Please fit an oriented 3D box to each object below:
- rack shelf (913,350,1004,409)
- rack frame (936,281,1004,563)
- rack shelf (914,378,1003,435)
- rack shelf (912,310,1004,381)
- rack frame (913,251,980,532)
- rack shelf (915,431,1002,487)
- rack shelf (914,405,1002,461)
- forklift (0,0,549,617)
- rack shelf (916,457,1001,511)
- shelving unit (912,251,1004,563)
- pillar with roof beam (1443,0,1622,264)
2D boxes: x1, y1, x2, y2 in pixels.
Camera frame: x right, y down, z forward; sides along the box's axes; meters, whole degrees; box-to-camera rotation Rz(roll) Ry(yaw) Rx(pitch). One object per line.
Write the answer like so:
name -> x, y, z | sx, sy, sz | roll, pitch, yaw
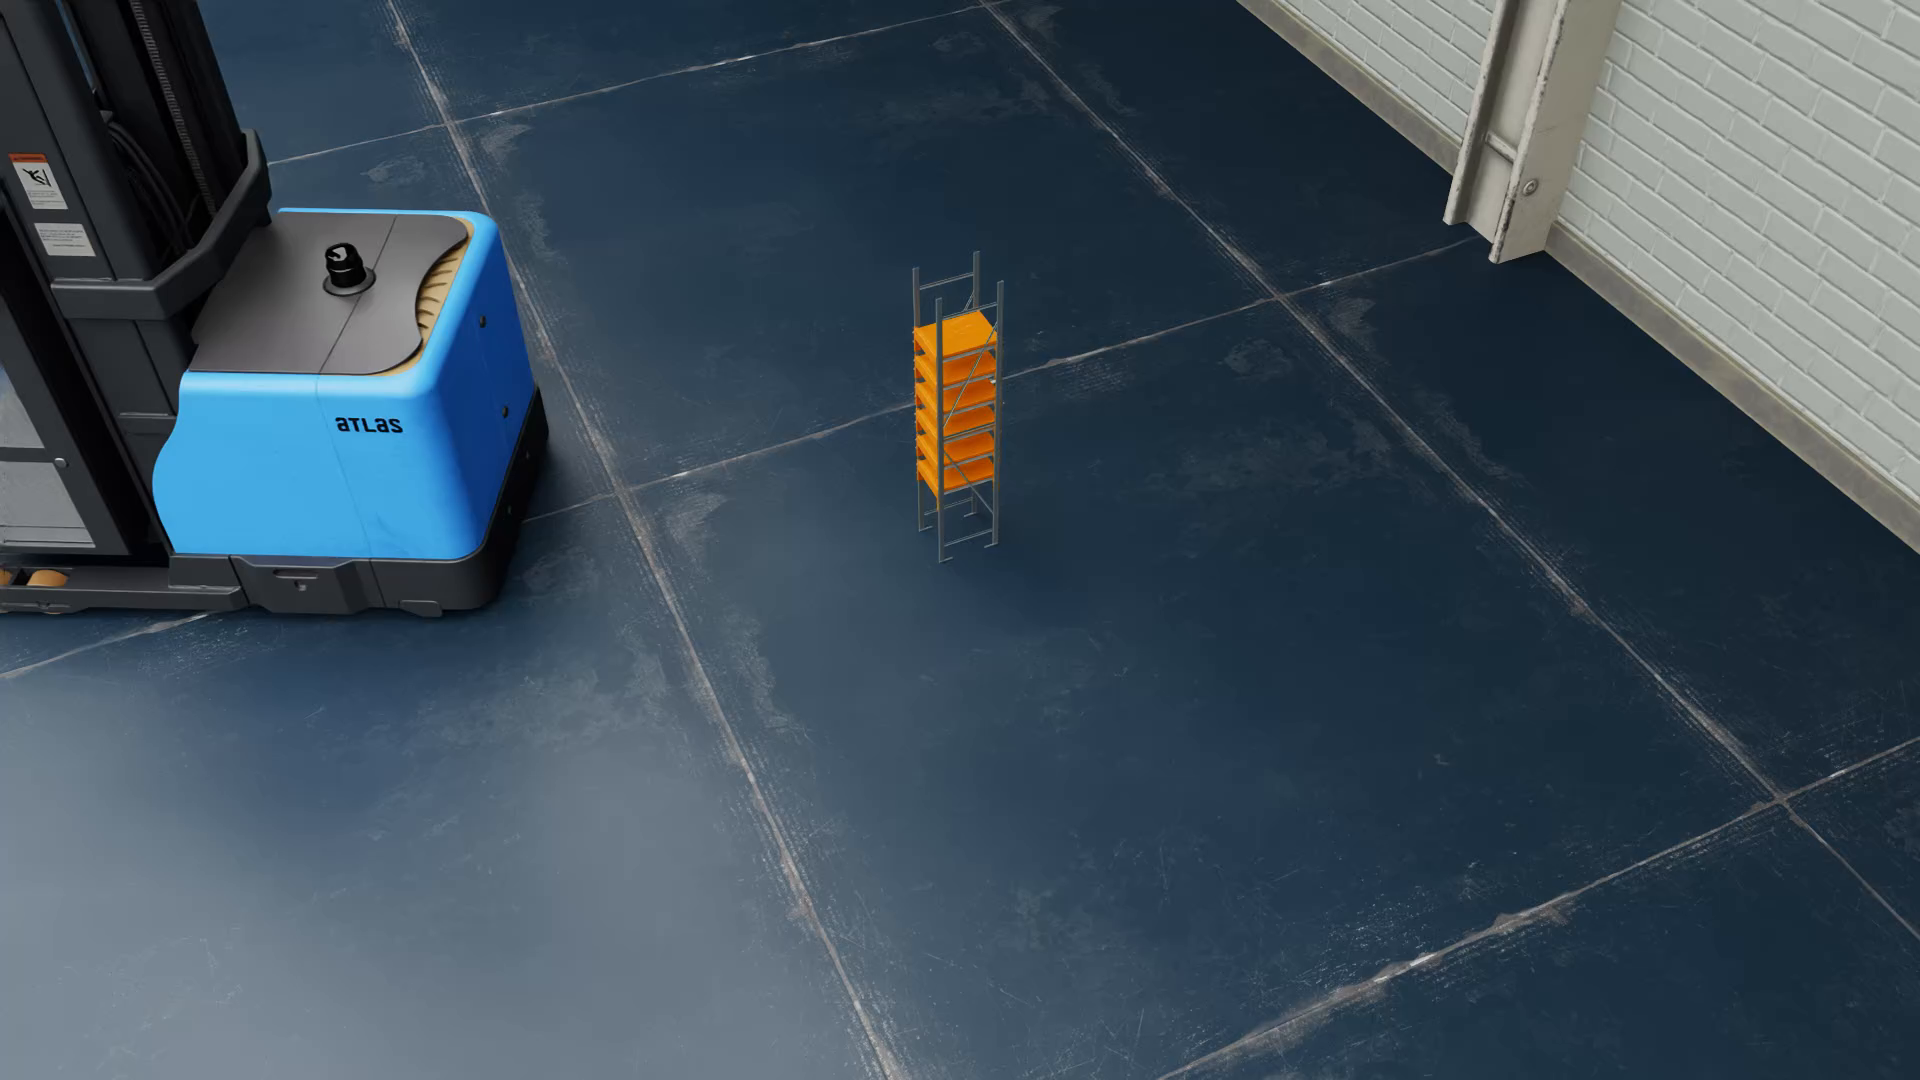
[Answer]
rack shelf -> -0.006, -0.576, 5.701 | 0.258, 0.103, 0.180 | -18, 47, -17
rack frame -> 0.032, -0.378, 5.779 | 0.240, 1.200, 0.006 | -18, 47, -17
rack shelf -> -0.006, -0.490, 5.785 | 0.258, 0.103, 0.180 | -18, 47, -17
rack shelf -> -0.006, -0.661, 5.616 | 0.258, 0.103, 0.180 | -18, 47, -17
rack frame -> -0.045, -0.495, 5.897 | 0.240, 1.200, 0.006 | -18, 47, -17
rack shelf -> -0.006, -0.319, 5.953 | 0.258, 0.103, 0.180 | -18, 47, -17
rack shelf -> -0.006, -0.405, 5.869 | 0.258, 0.103, 0.180 | -18, 47, -17
forklift -> -3.152, -1.147, 5.326 | 3.031, 2.935, 1.130 | 1, 45, 1
rack shelf -> -0.006, -0.234, 6.038 | 0.258, 0.103, 0.180 | -18, 47, -17
shelving unit -> -0.006, -0.436, 5.838 | 0.258, 1.200, 0.189 | -18, 47, -17
pillar with roof beam -> -1.431, -3.350, 3.238 | 9.100, 9.000, 0.400 | -18, 47, -17
